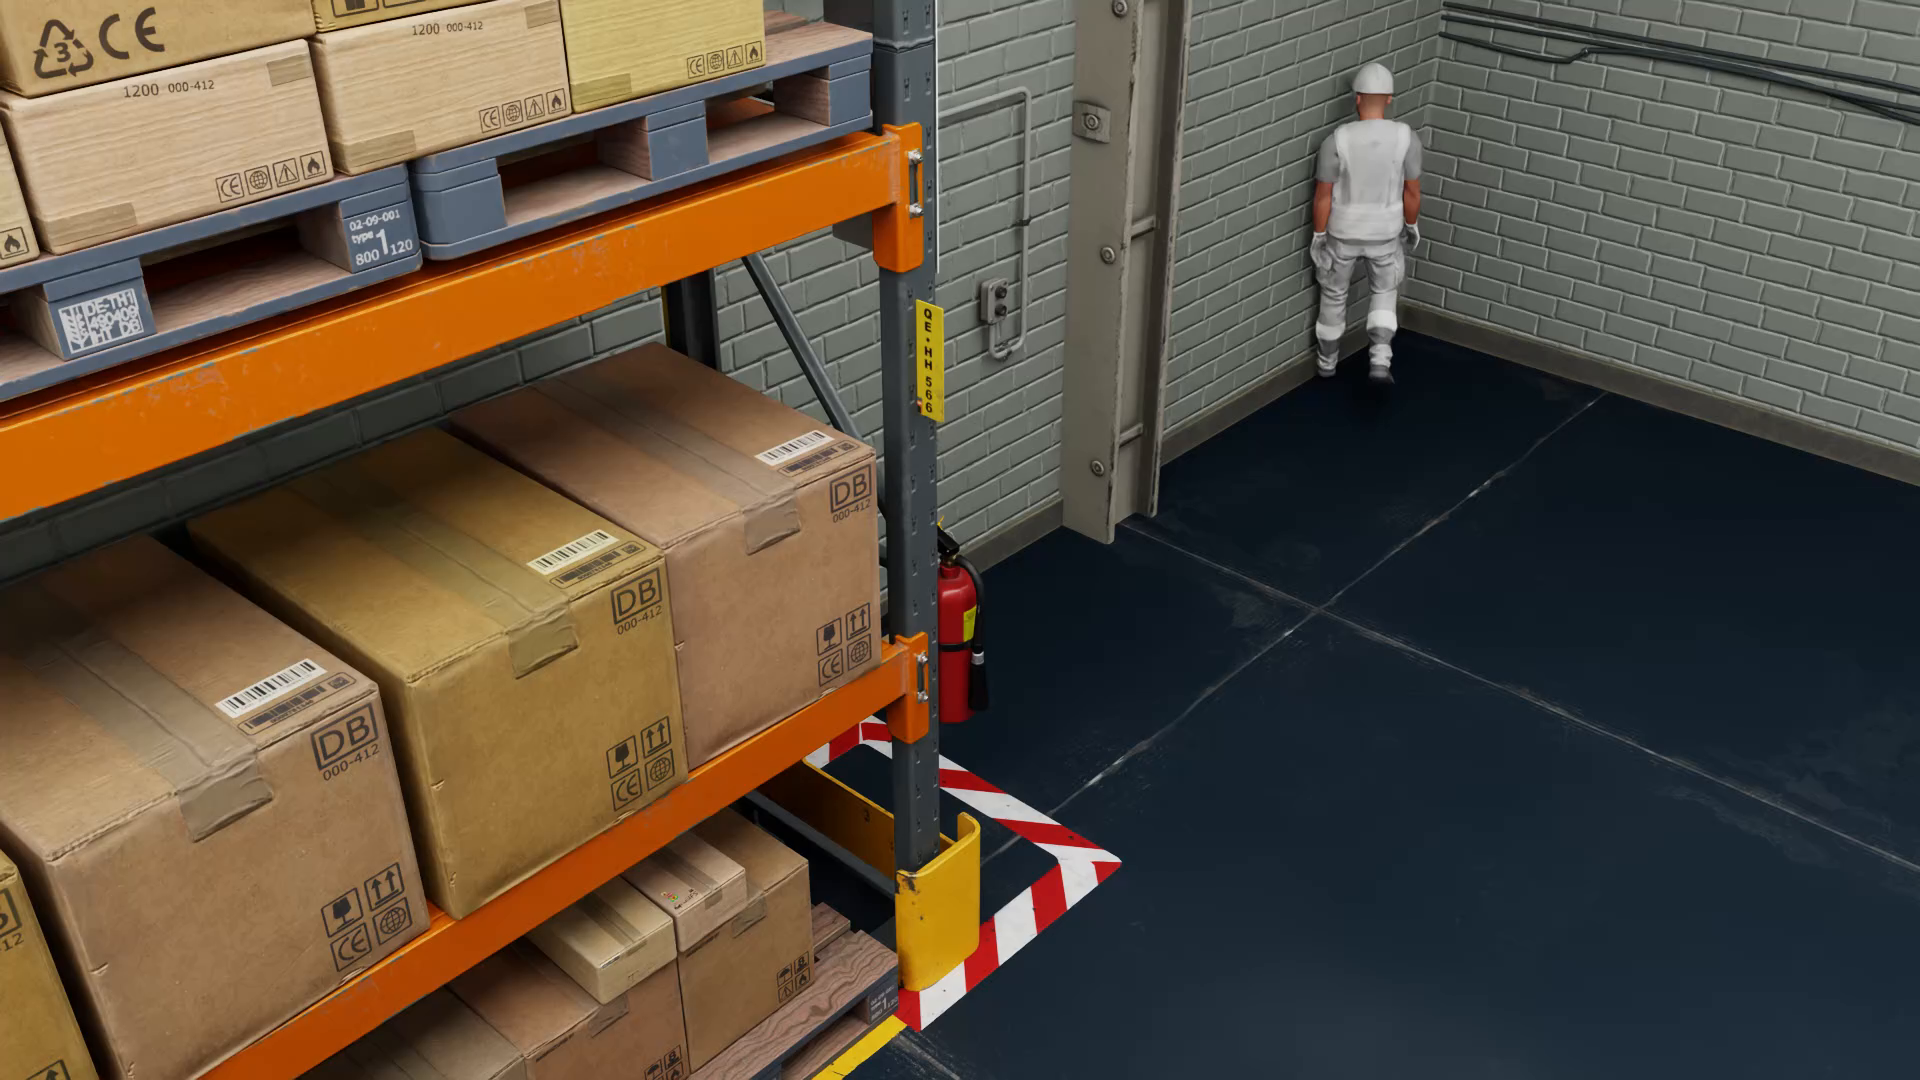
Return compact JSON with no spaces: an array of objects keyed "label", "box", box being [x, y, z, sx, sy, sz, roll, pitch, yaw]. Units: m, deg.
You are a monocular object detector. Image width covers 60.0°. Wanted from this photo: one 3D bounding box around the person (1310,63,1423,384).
[{"label":"person","box":[2.134,-1.634,8.795,0.591,1.777,0.713,4,31,6]}]
